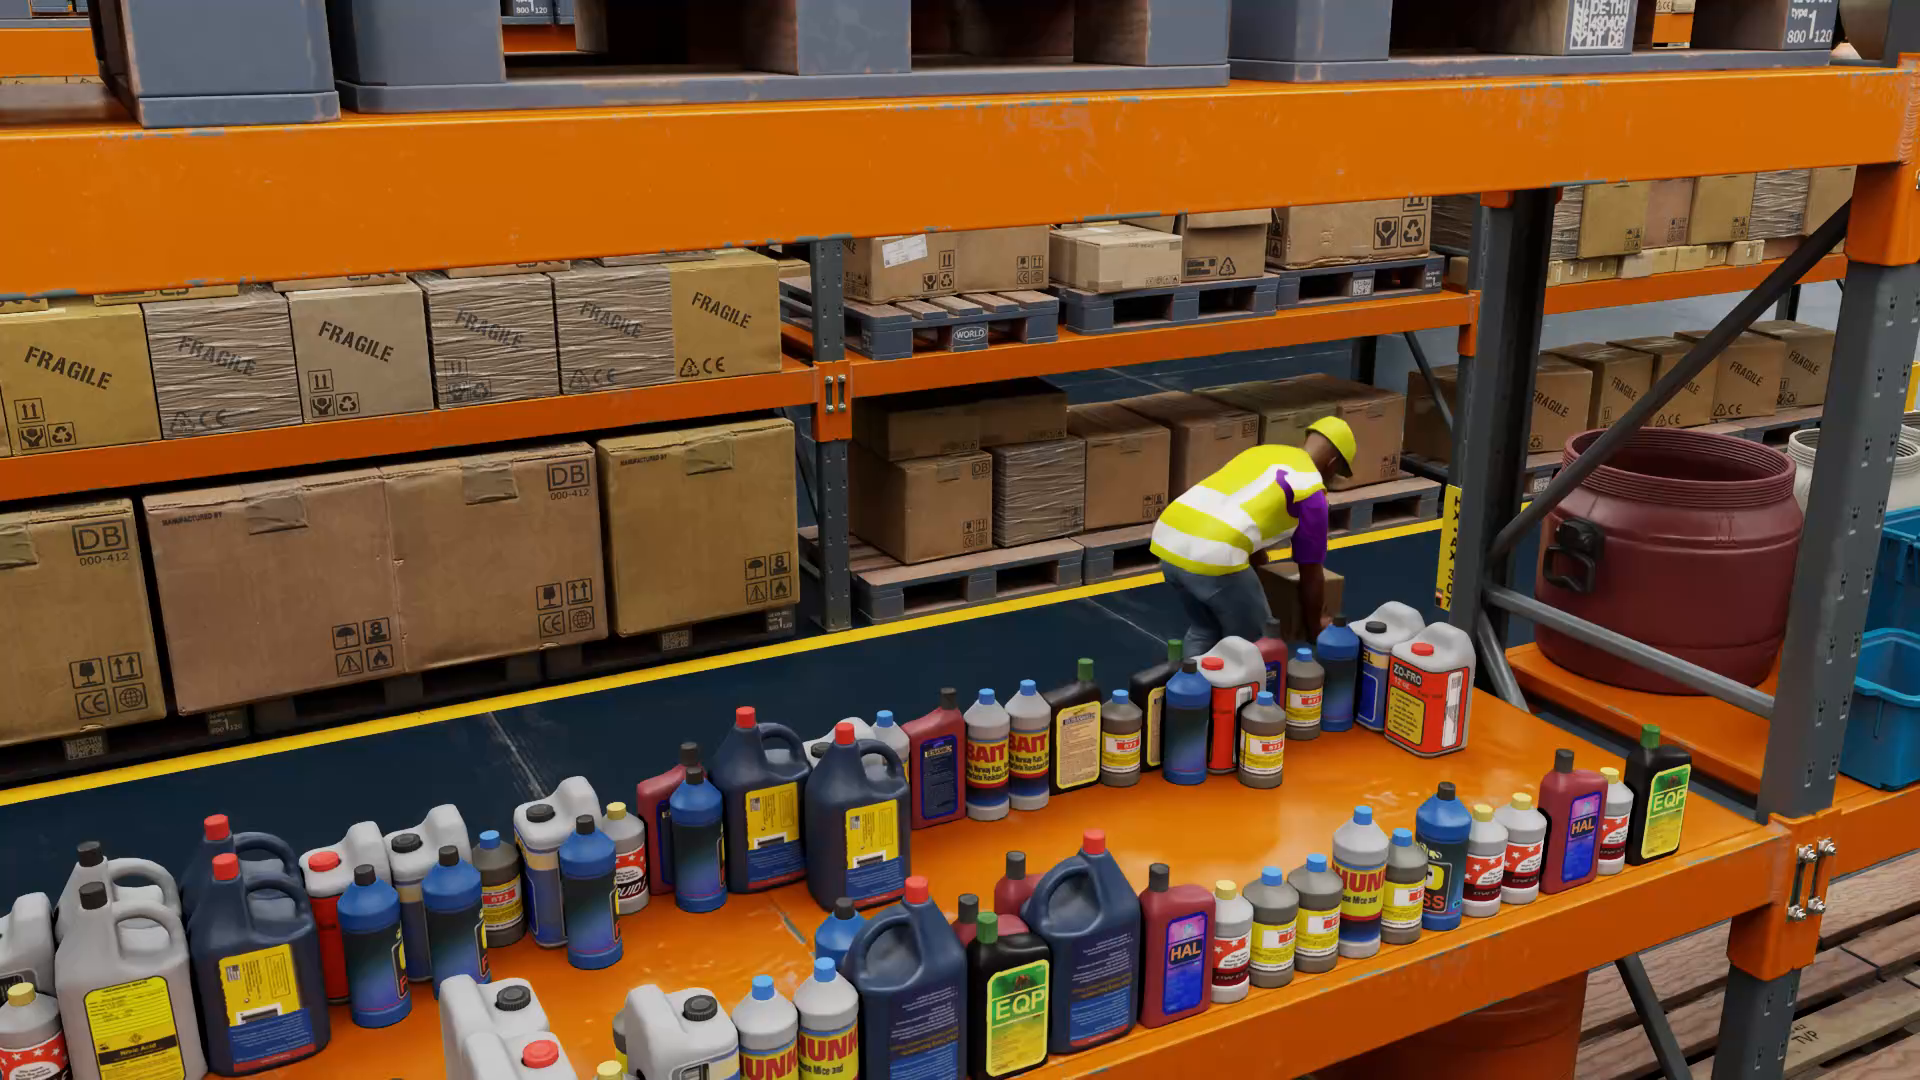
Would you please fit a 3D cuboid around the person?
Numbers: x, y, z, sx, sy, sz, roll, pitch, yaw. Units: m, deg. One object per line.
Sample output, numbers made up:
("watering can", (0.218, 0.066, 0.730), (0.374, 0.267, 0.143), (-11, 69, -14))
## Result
("person", (1.186, 0.186, 6.677), (0.923, 1.311, 0.493), (-10, 21, -29))
